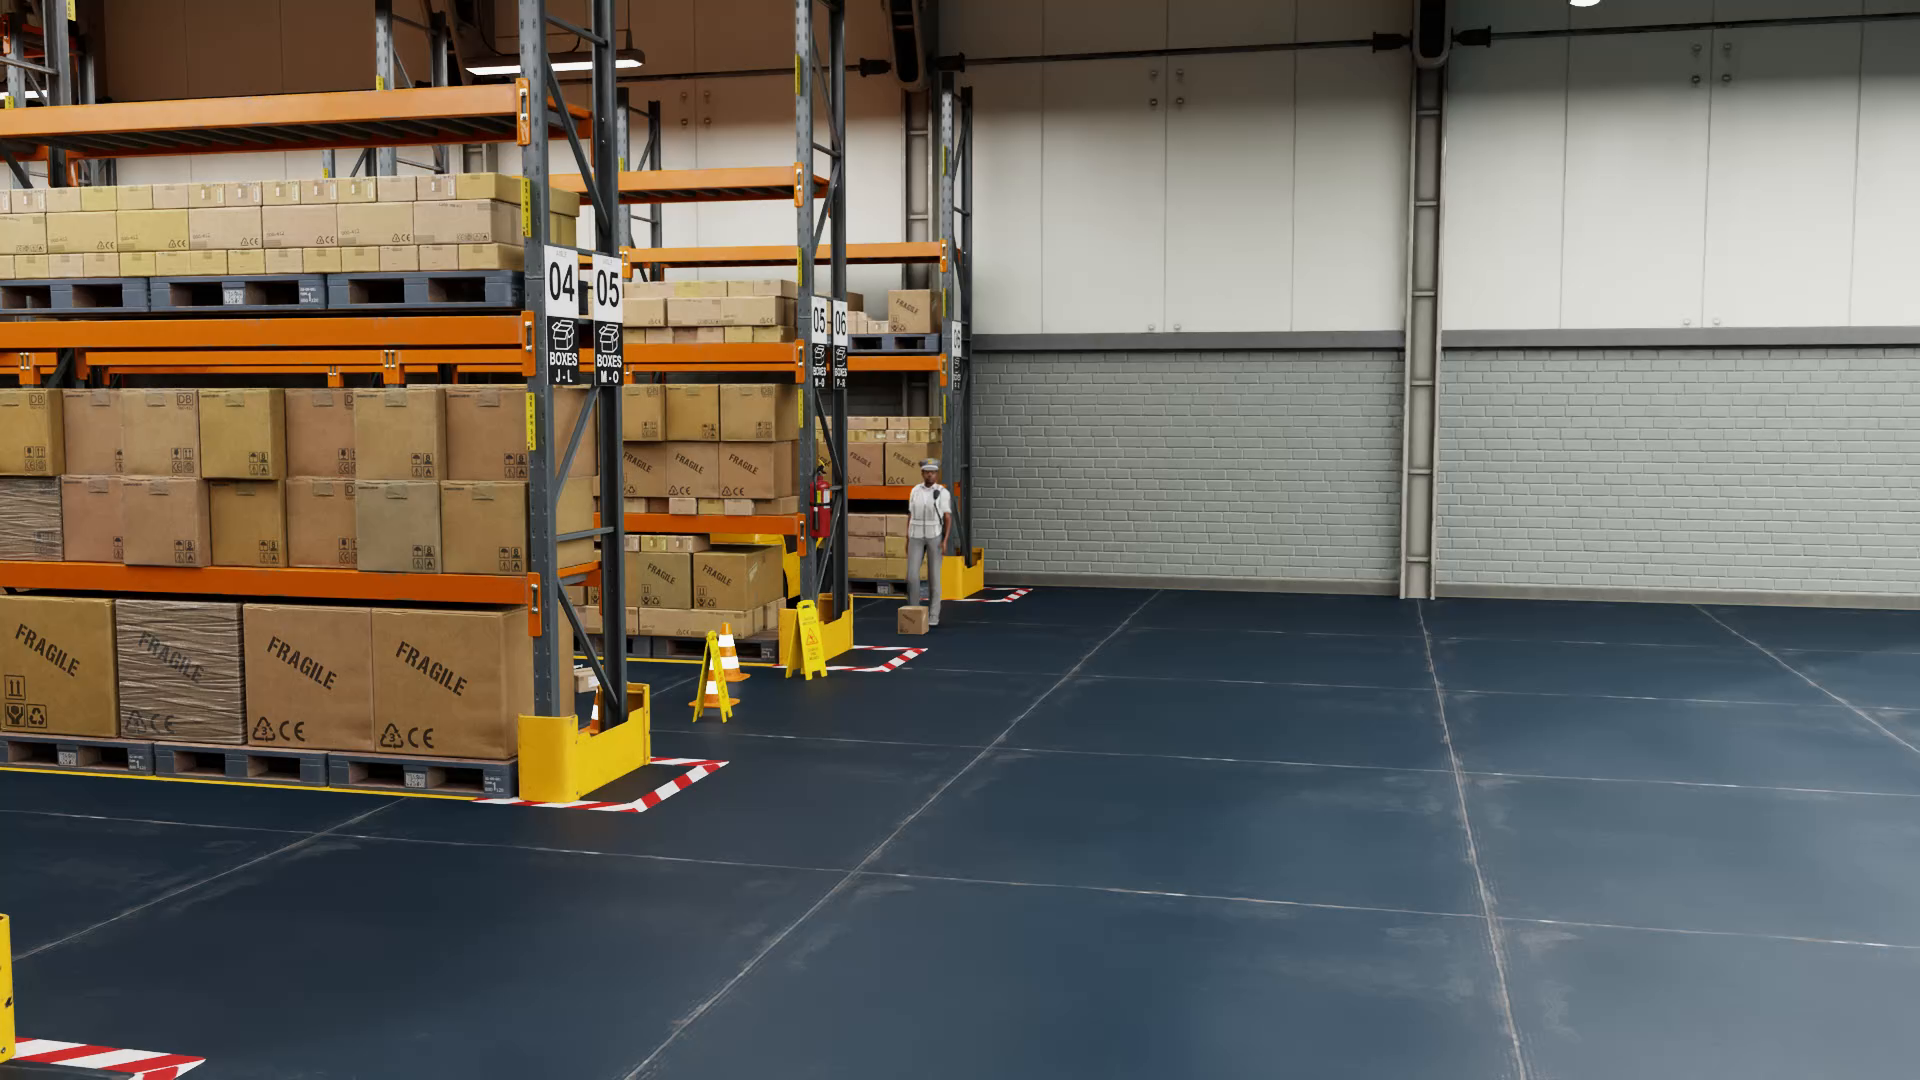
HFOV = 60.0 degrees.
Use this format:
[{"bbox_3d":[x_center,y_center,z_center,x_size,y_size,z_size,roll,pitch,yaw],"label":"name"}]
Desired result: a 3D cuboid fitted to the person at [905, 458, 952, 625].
[{"bbox_3d":[-0.337,0.043,16.952,0.496,1.759,0.426,1,5,12],"label":"person"}]
